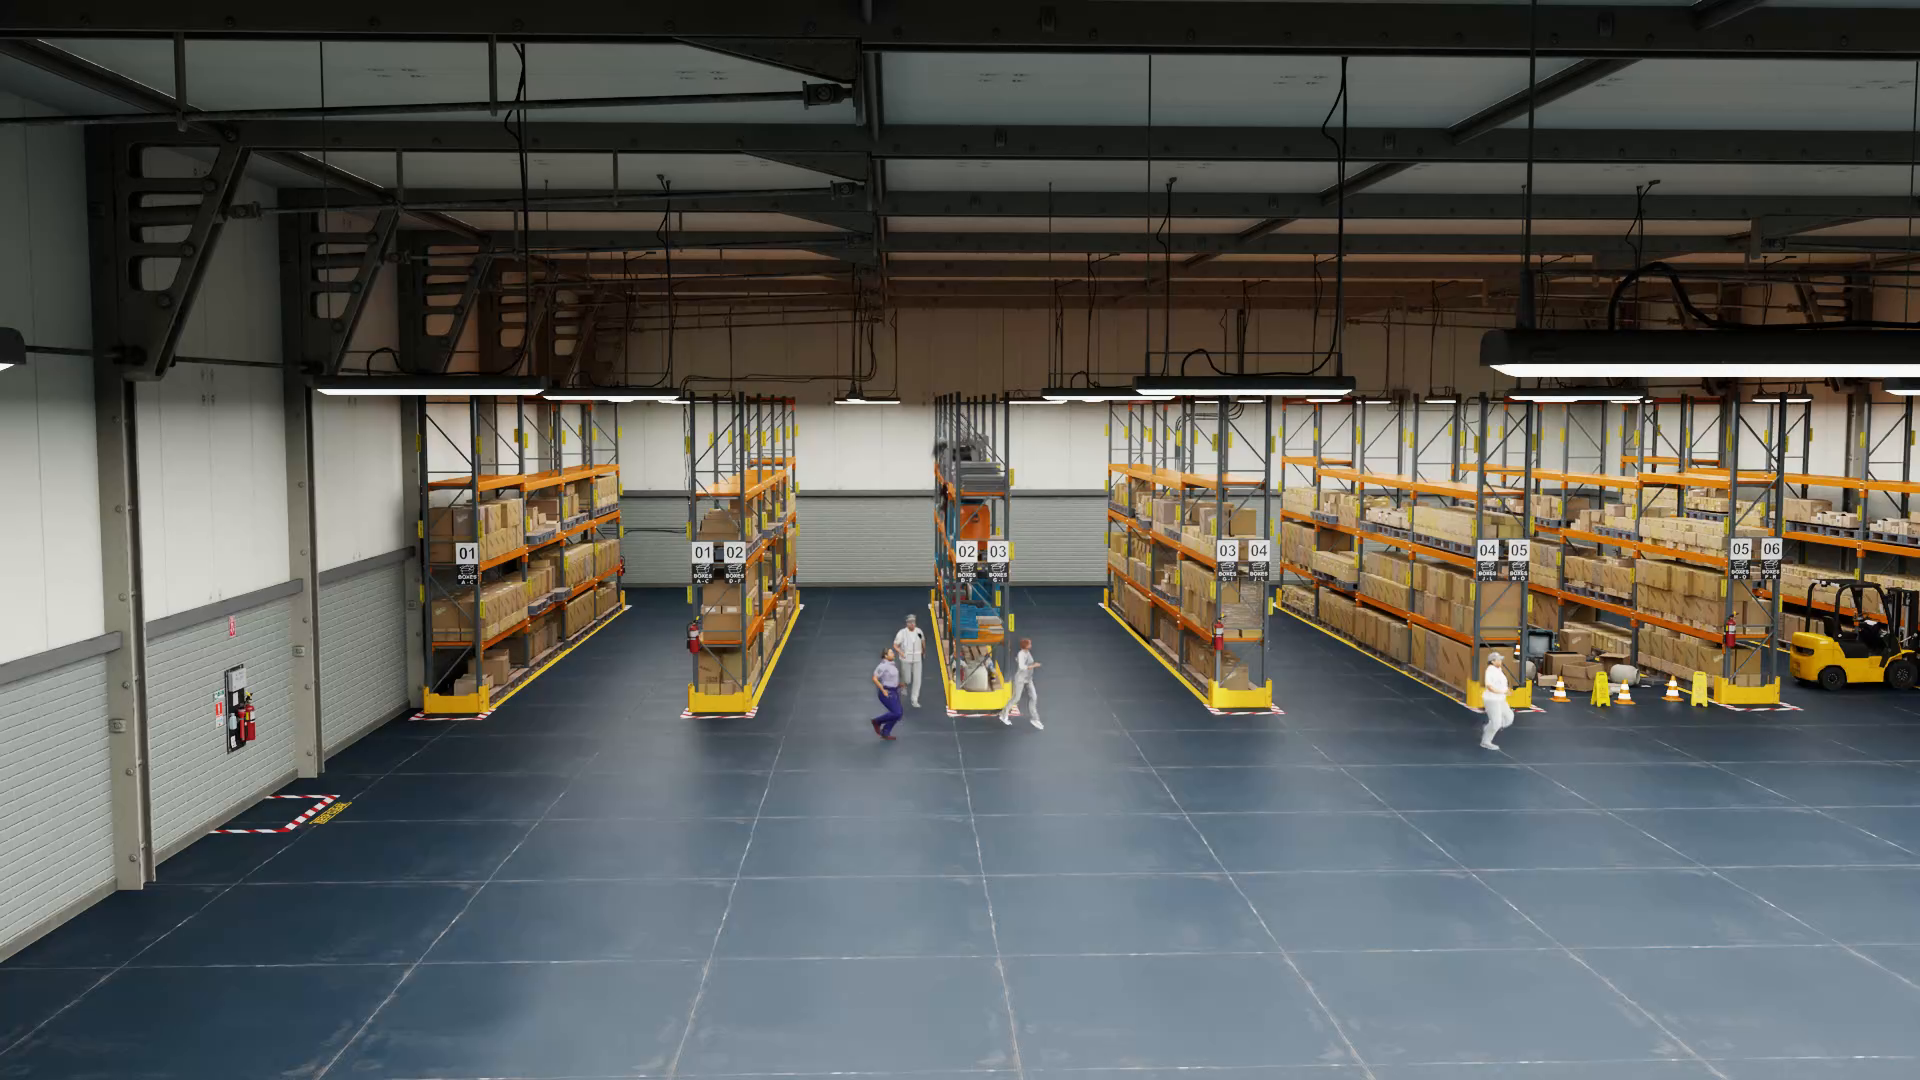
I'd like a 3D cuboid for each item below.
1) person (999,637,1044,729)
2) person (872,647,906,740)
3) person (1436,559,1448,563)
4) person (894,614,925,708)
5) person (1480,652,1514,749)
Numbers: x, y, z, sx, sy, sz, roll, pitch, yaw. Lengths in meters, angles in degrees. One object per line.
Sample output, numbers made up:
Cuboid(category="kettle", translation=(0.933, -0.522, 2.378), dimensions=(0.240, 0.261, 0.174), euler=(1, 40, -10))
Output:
Cuboid(category="person", translation=(1.107, 2.529, 29.582), dimensions=(0.821, 1.619, 0.526), euler=(2, 5, 29))
Cuboid(category="person", translation=(-1.213, 2.639, 28.564), dimensions=(0.547, 1.597, 0.607), euler=(1, 5, 18))
Cuboid(category="person", translation=(14.295, 1.002, 49.377), dimensions=(0.572, 1.519, 0.622), euler=(1, 5, 13))
Cuboid(category="person", translation=(-0.946, 2.297, 31.970), dimensions=(0.664, 1.769, 0.863), euler=(-1, 5, -17))
Cuboid(category="person", translation=(8.994, 2.686, 27.812), dimensions=(0.537, 1.628, 0.599), euler=(3, 5, 33))
